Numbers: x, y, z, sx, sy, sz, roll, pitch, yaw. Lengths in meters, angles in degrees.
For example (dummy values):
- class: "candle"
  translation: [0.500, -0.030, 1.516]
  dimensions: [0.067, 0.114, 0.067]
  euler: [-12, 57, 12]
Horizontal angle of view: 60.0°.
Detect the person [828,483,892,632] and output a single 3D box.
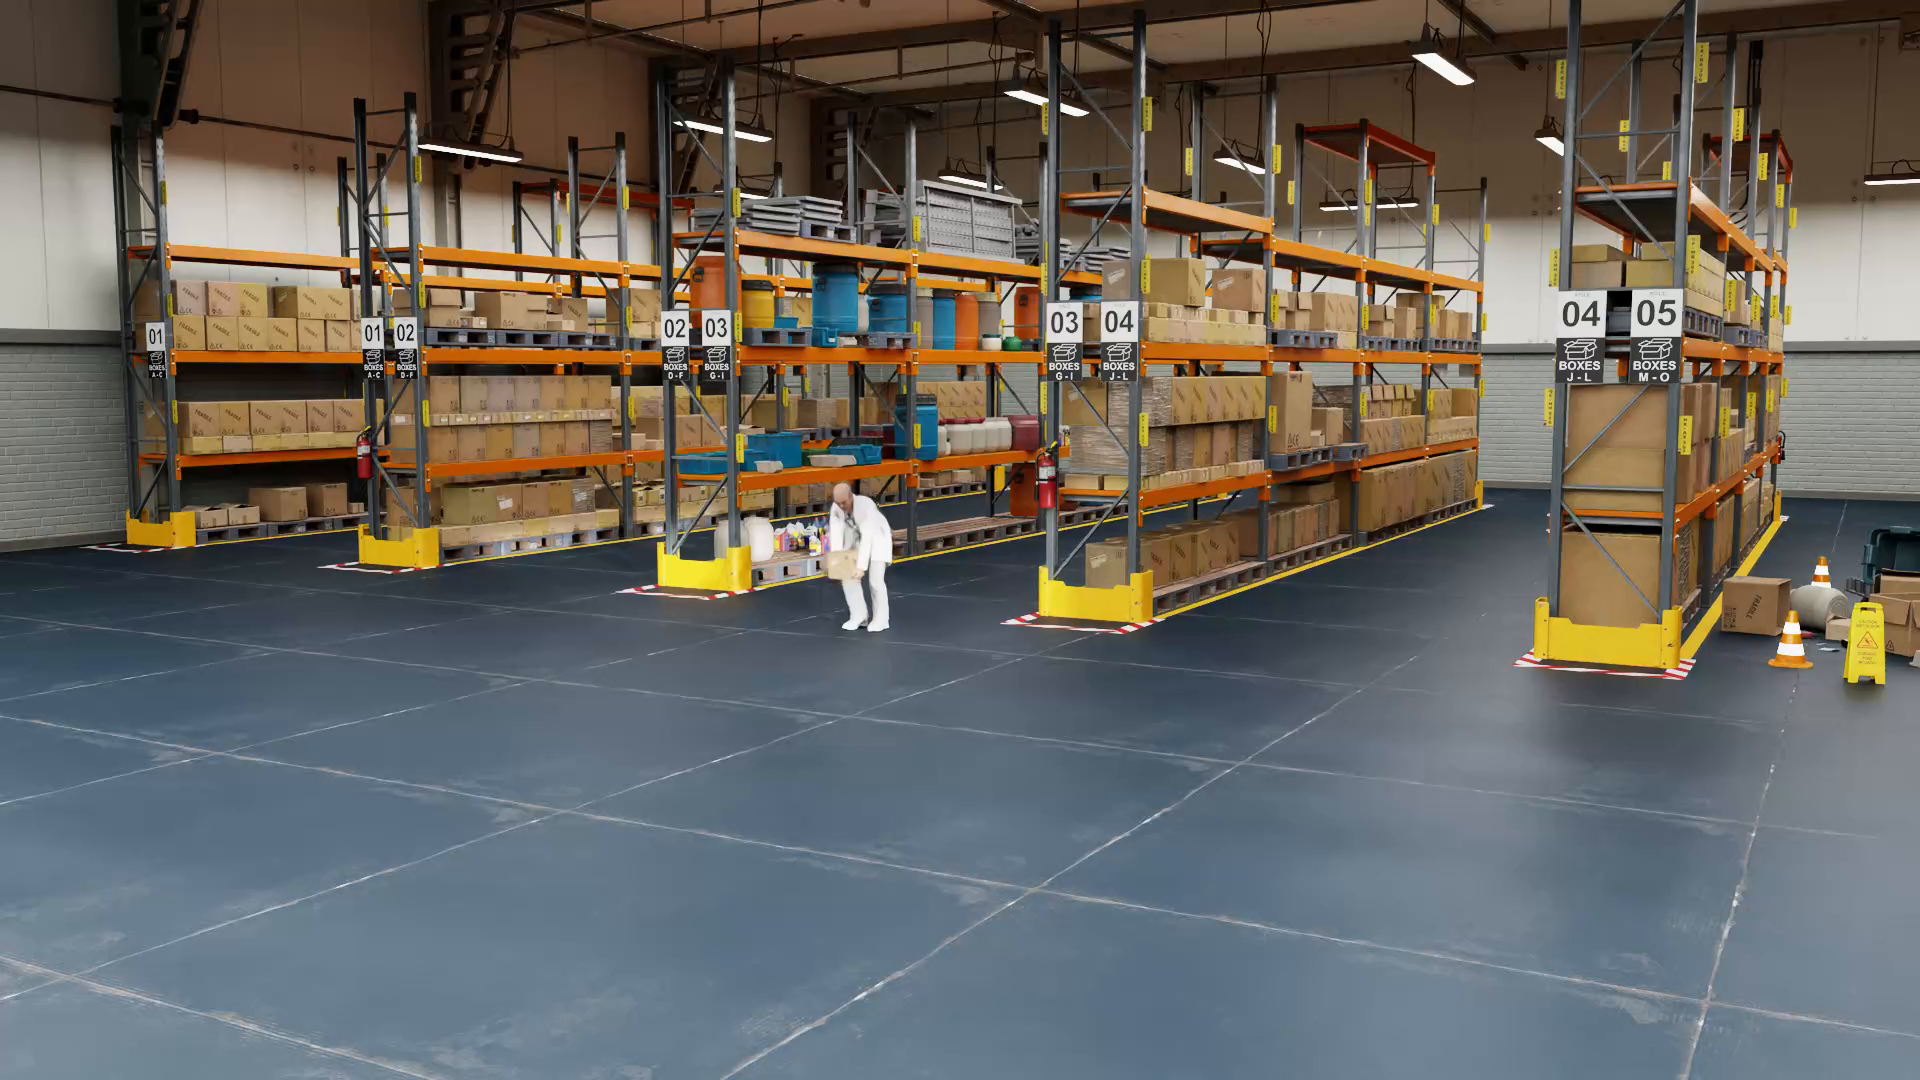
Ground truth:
- class: "person"
  translation: [-0.992, 0.162, 16.038]
  dimensions: [0.558, 1.464, 0.835]
  euler: [3, 7, 27]
